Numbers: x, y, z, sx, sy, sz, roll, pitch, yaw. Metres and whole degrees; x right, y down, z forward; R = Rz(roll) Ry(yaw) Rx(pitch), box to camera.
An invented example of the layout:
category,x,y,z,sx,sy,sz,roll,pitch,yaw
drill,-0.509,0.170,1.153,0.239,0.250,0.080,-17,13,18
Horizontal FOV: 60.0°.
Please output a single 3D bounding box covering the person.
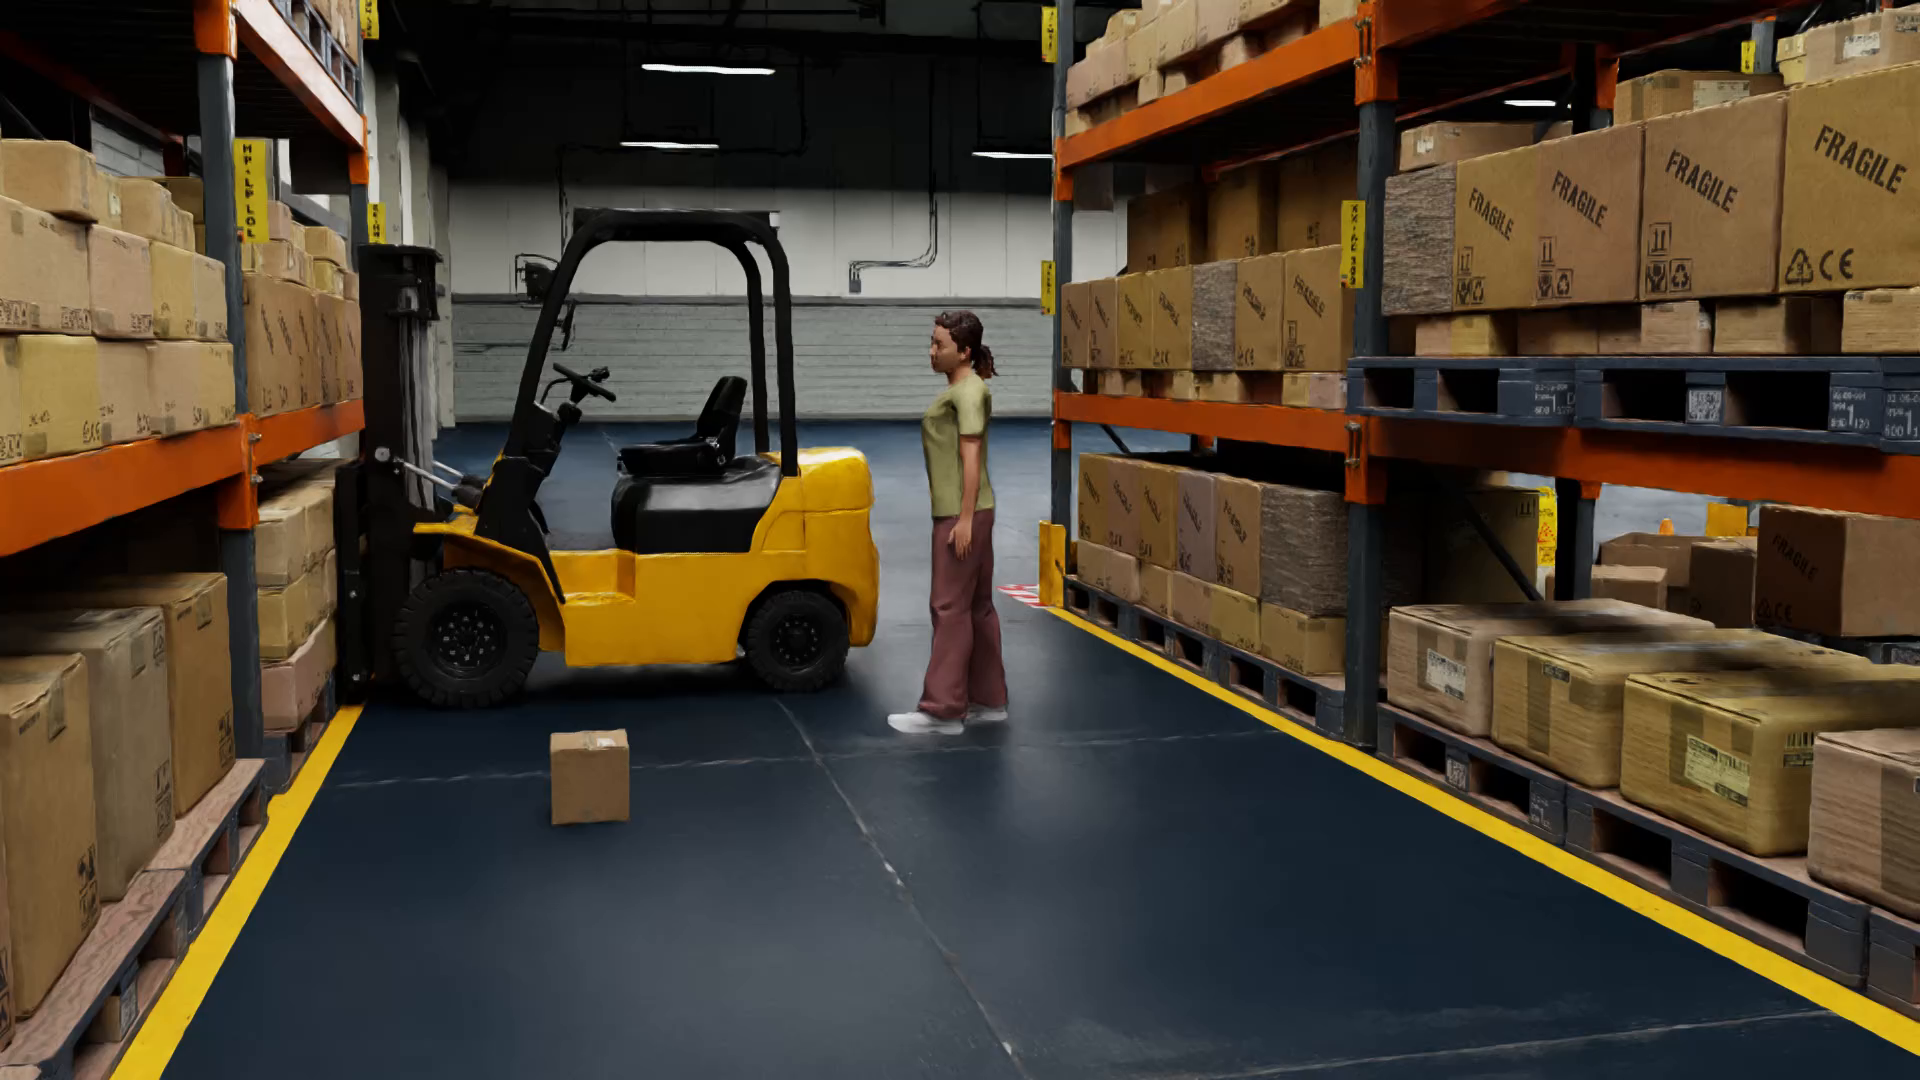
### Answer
category,x,y,z,sx,sy,sz,roll,pitch,yaw
person,-0.045,-0.072,6.621,0.493,1.665,0.546,0,6,-1
